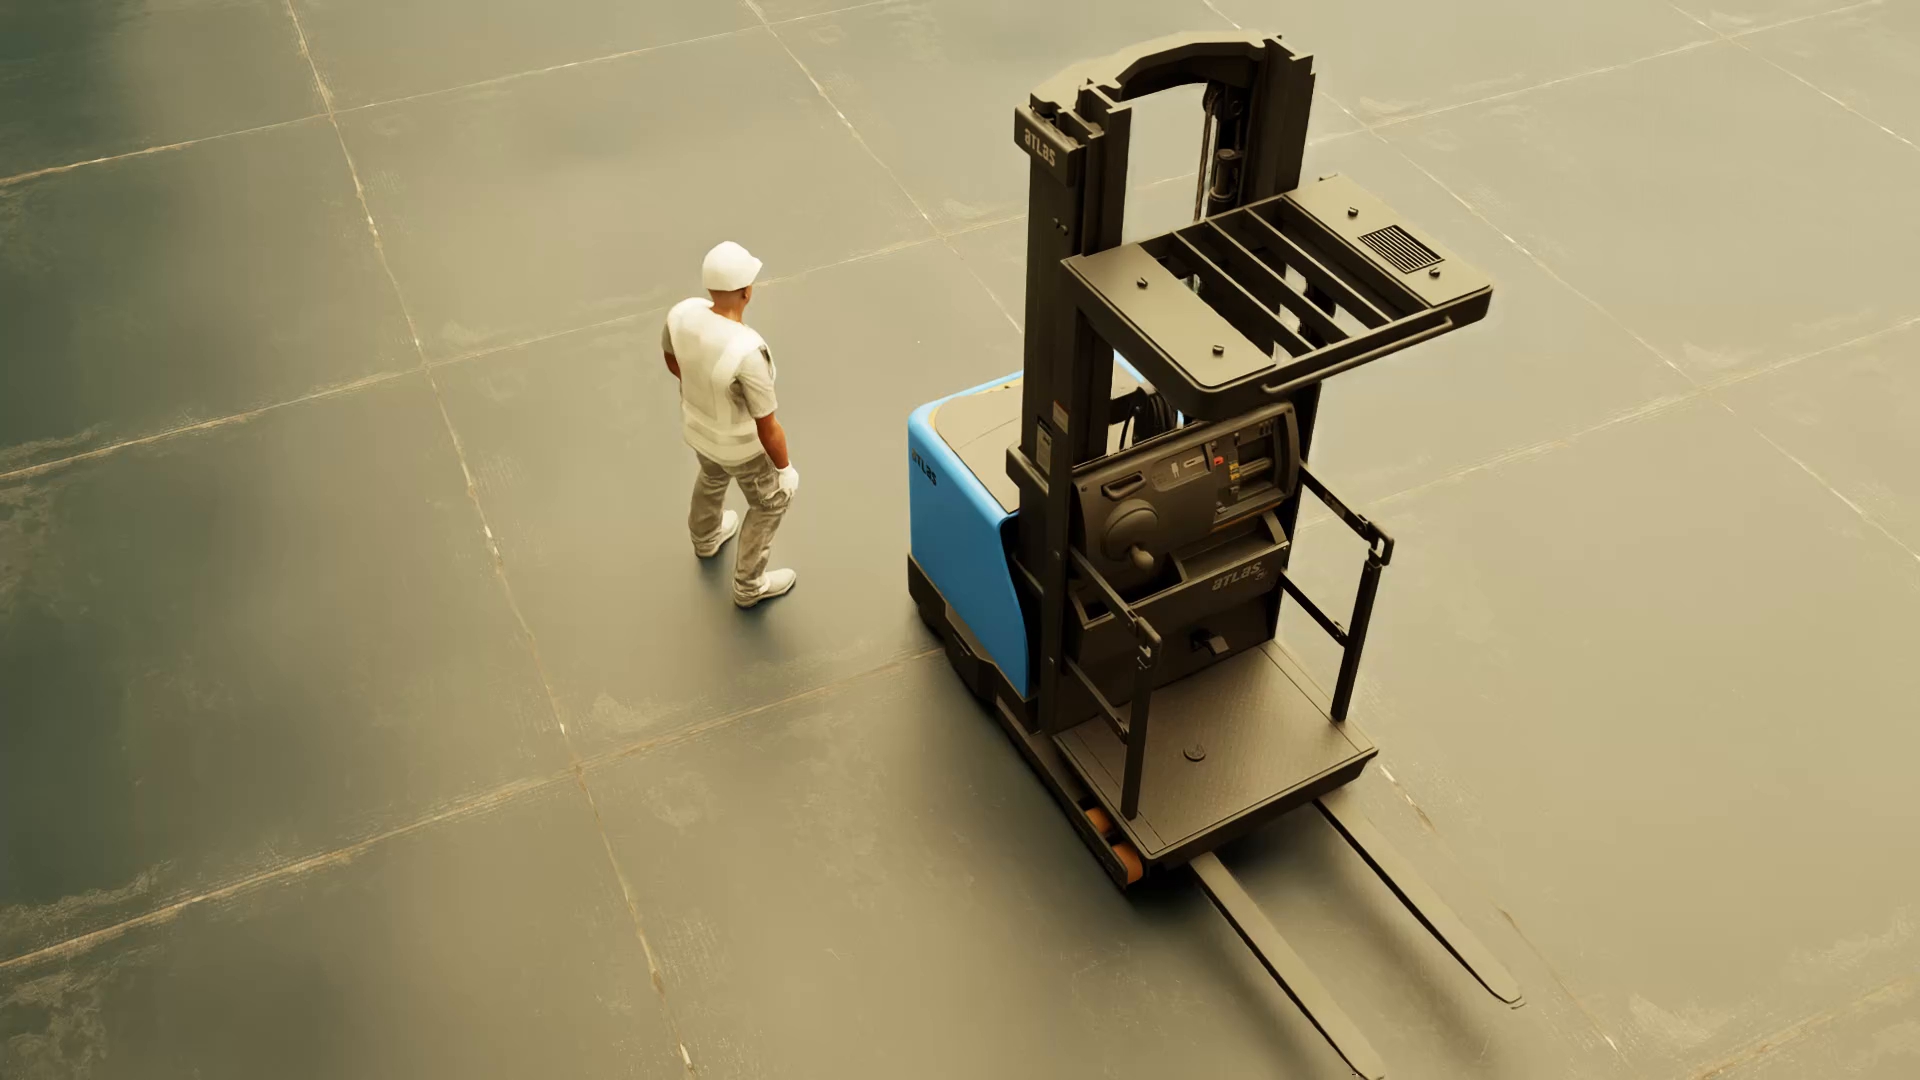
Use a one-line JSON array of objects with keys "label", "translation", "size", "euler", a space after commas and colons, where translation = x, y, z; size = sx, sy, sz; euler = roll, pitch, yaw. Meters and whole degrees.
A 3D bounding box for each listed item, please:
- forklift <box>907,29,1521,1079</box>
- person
[{"label": "forklift", "translation": [0.928, -0.106, 5.793], "size": [1.130, 2.935, 3.031], "euler": [-21, 47, -21]}, {"label": "person", "translation": [-0.953, -0.480, 7.059], "size": [0.812, 1.754, 0.414], "euler": [32, 52, 30]}]
